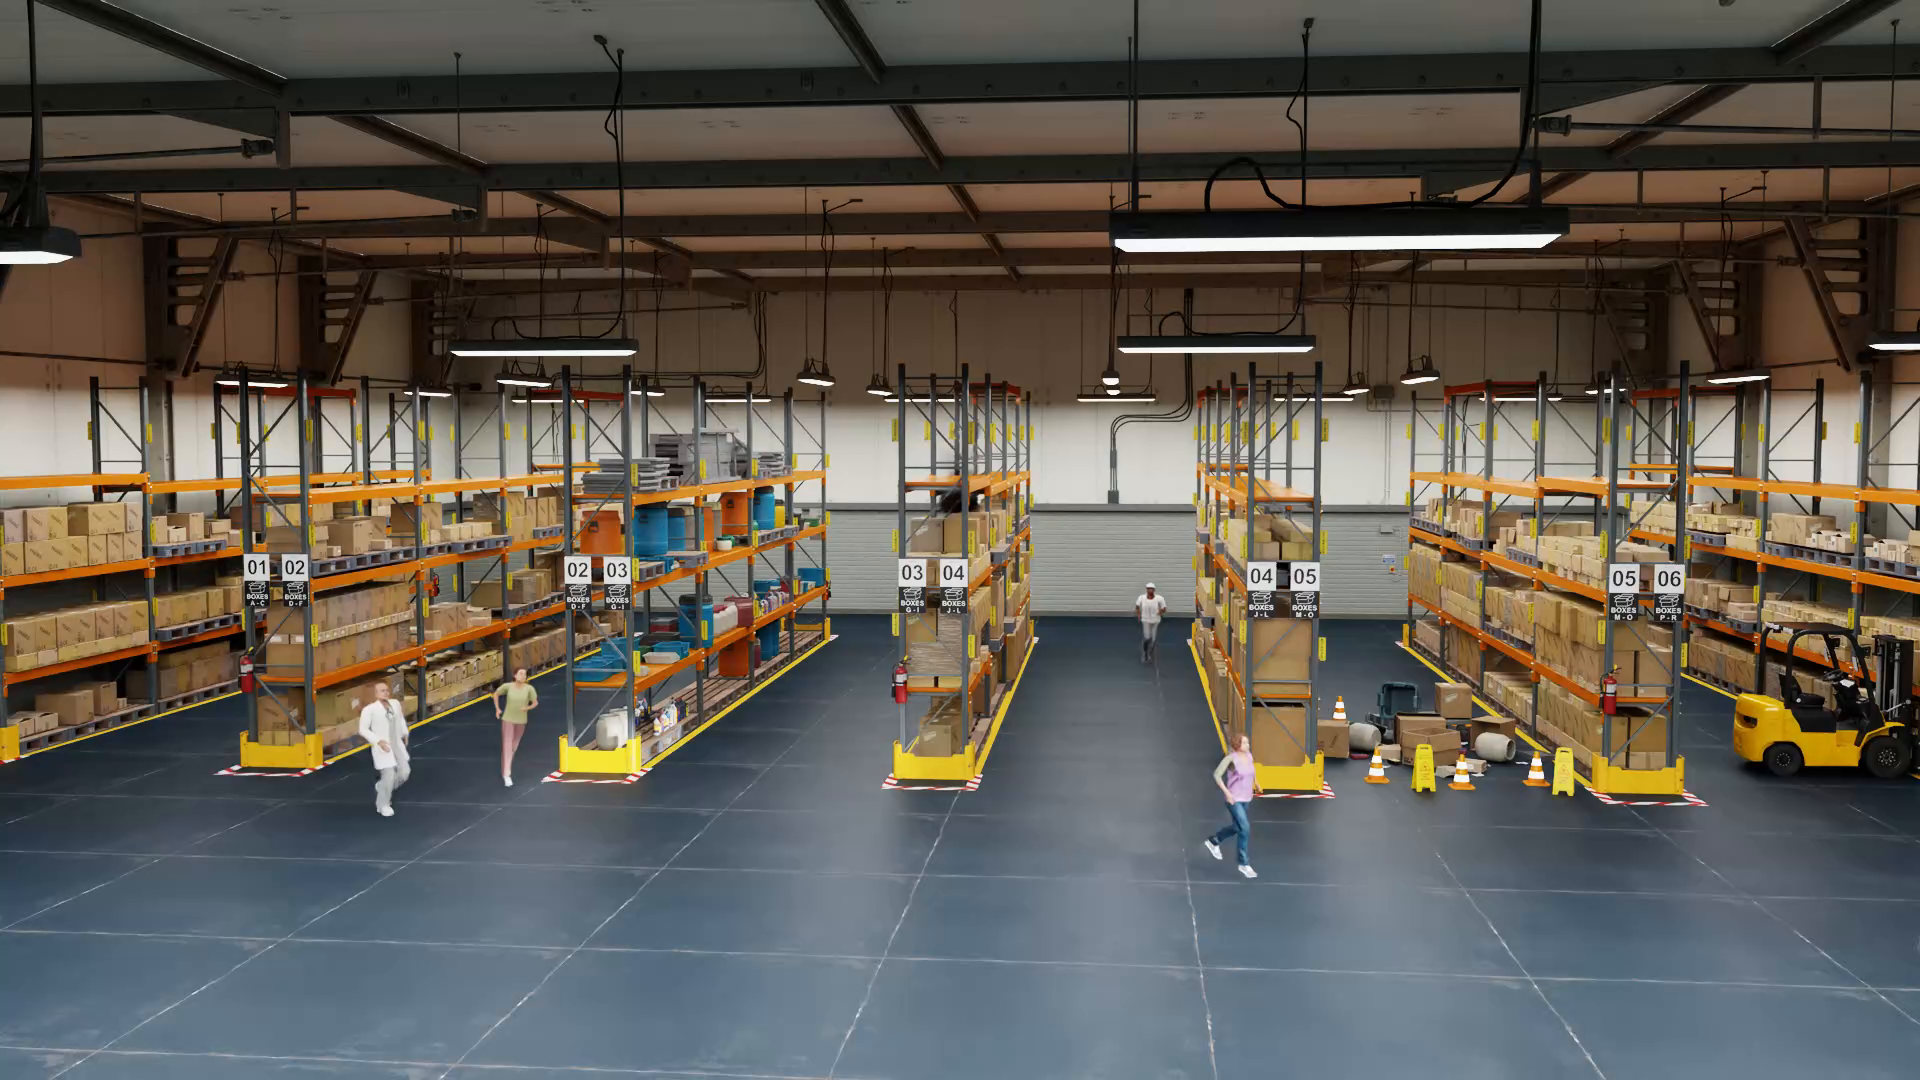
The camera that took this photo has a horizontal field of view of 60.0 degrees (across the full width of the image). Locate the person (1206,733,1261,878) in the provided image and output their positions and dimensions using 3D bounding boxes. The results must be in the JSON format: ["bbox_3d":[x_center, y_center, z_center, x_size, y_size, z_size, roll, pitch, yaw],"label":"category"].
[{"bbox_3d":[3.122,2.982,18.995,0.536,1.612,0.775,-3,5,-42],"label":"person"}]

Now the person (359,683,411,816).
[{"bbox_3d":[-7.525,2.748,21.835,0.571,1.721,0.717,3,5,37],"label":"person"}]

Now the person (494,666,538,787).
[{"bbox_3d":[-6.385,2.631,23.970,0.594,1.659,0.931,-2,4,-25],"label":"person"}]

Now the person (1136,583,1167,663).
[{"bbox_3d":[4.165,1.809,36.230,0.668,1.767,0.679,0,4,5],"label":"person"}]
